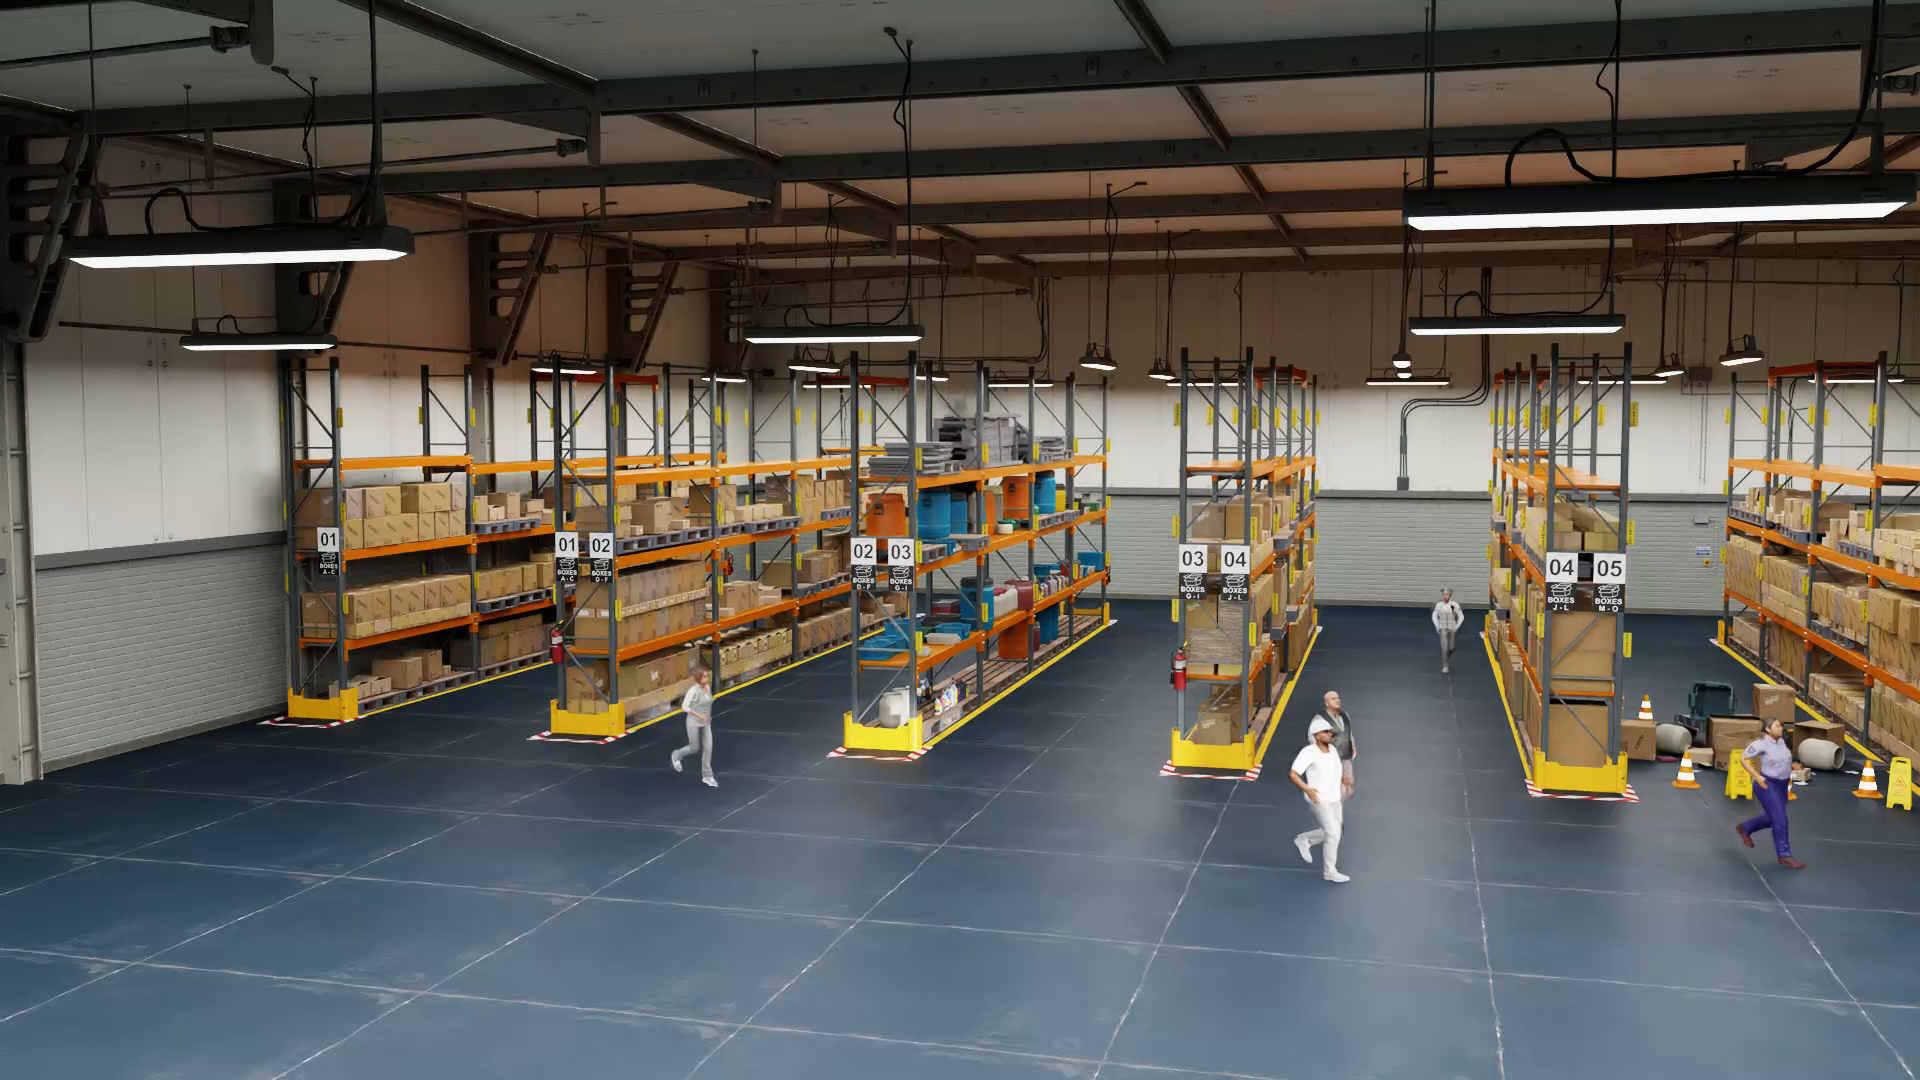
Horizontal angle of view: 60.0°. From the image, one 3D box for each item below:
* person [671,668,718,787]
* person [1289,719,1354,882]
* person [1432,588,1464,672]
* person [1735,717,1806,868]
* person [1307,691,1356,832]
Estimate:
[{"bbox_3d":[-3.621,2.544,22.821,0.878,1.589,0.565,3,5,34],"label":"person"},{"bbox_3d":[3.923,2.812,18.092,0.712,1.733,0.795,-4,6,-41],"label":"person"},{"bbox_3d":[9.647,1.767,32.913,0.616,1.673,0.518,1,4,18],"label":"person"},{"bbox_3d":[9.142,2.799,18.759,0.614,1.624,0.918,-3,5,-33],"label":"person"},{"bbox_3d":[4.529,2.679,20.296,0.660,1.696,0.578,-2,5,-29],"label":"person"}]
